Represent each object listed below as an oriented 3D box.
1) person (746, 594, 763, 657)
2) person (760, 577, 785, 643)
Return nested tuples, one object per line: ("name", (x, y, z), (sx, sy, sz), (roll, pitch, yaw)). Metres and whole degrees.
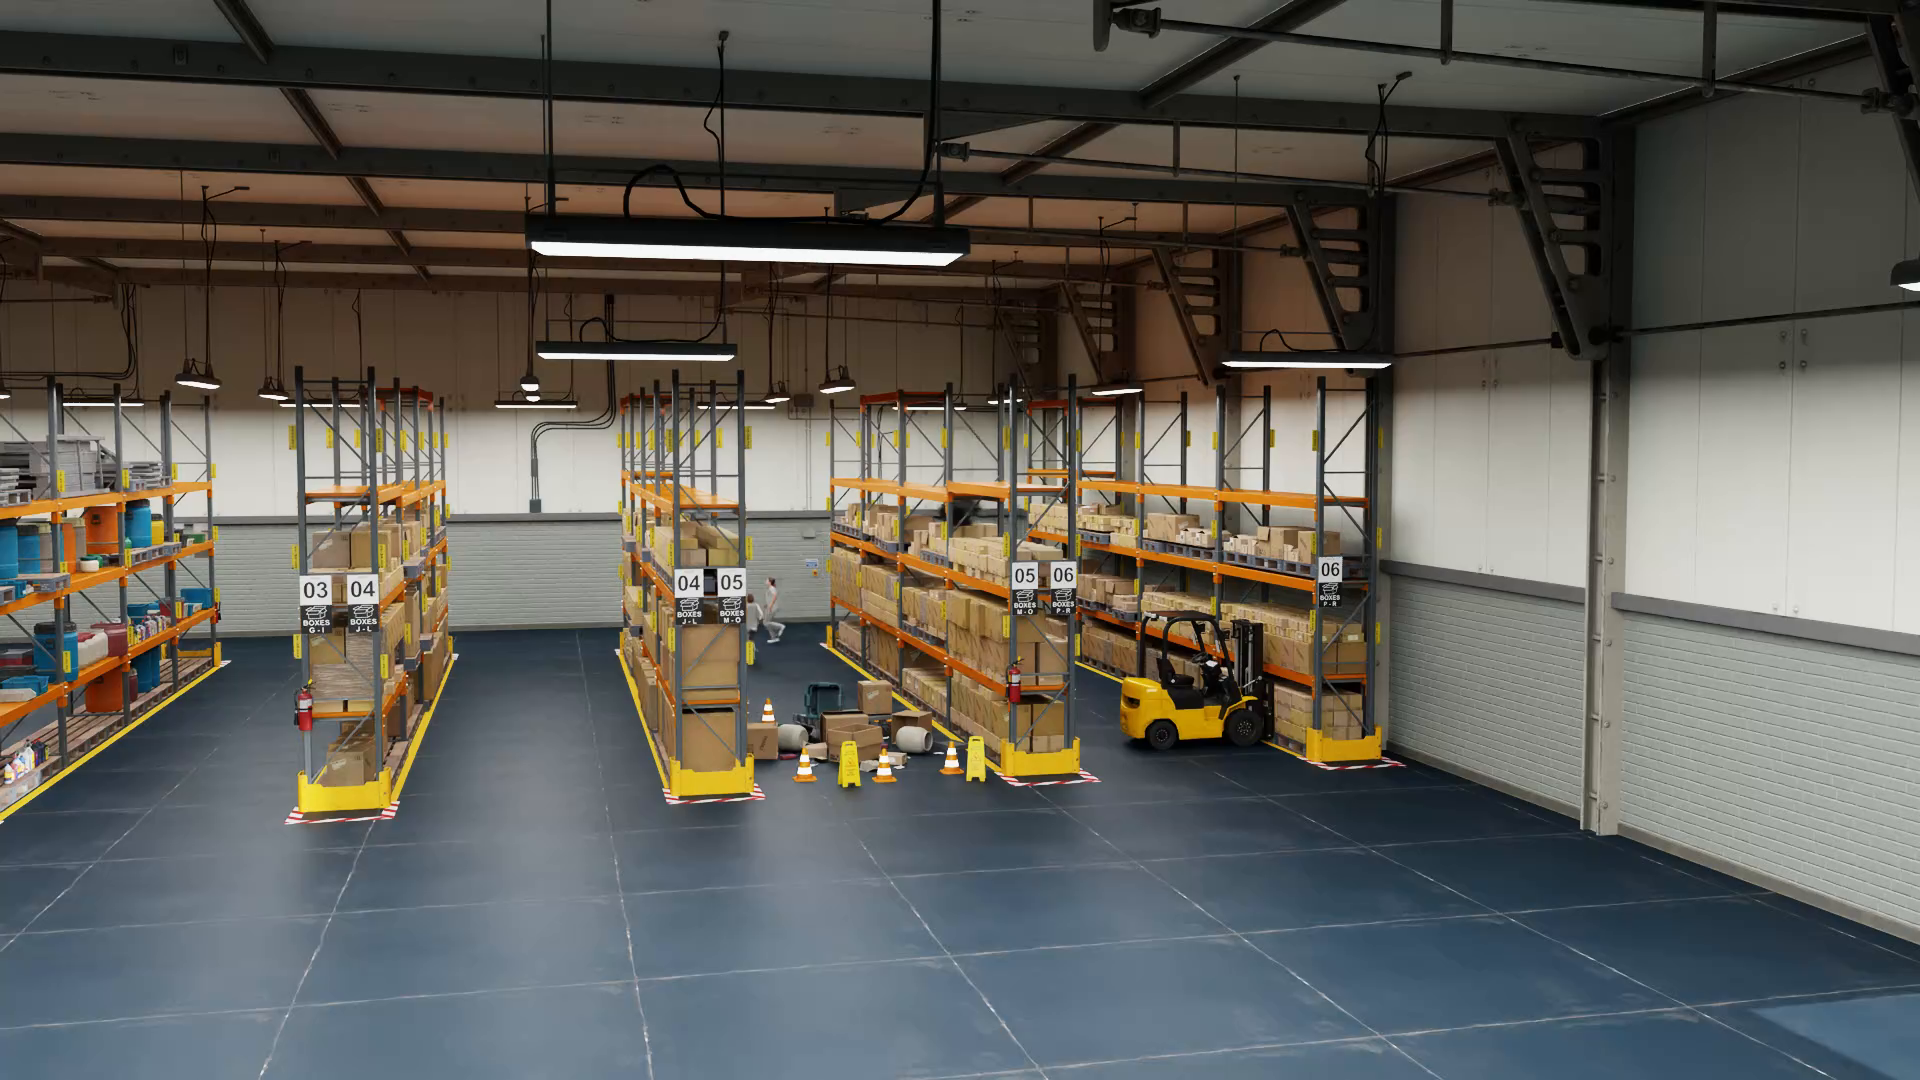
("person", (-4.701, 2.002, 37.426), (0.559, 1.576, 0.695), (-2, 4, -25))
("person", (-4.658, 1.736, 41.289), (0.632, 1.635, 0.587), (0, 3, 0))
